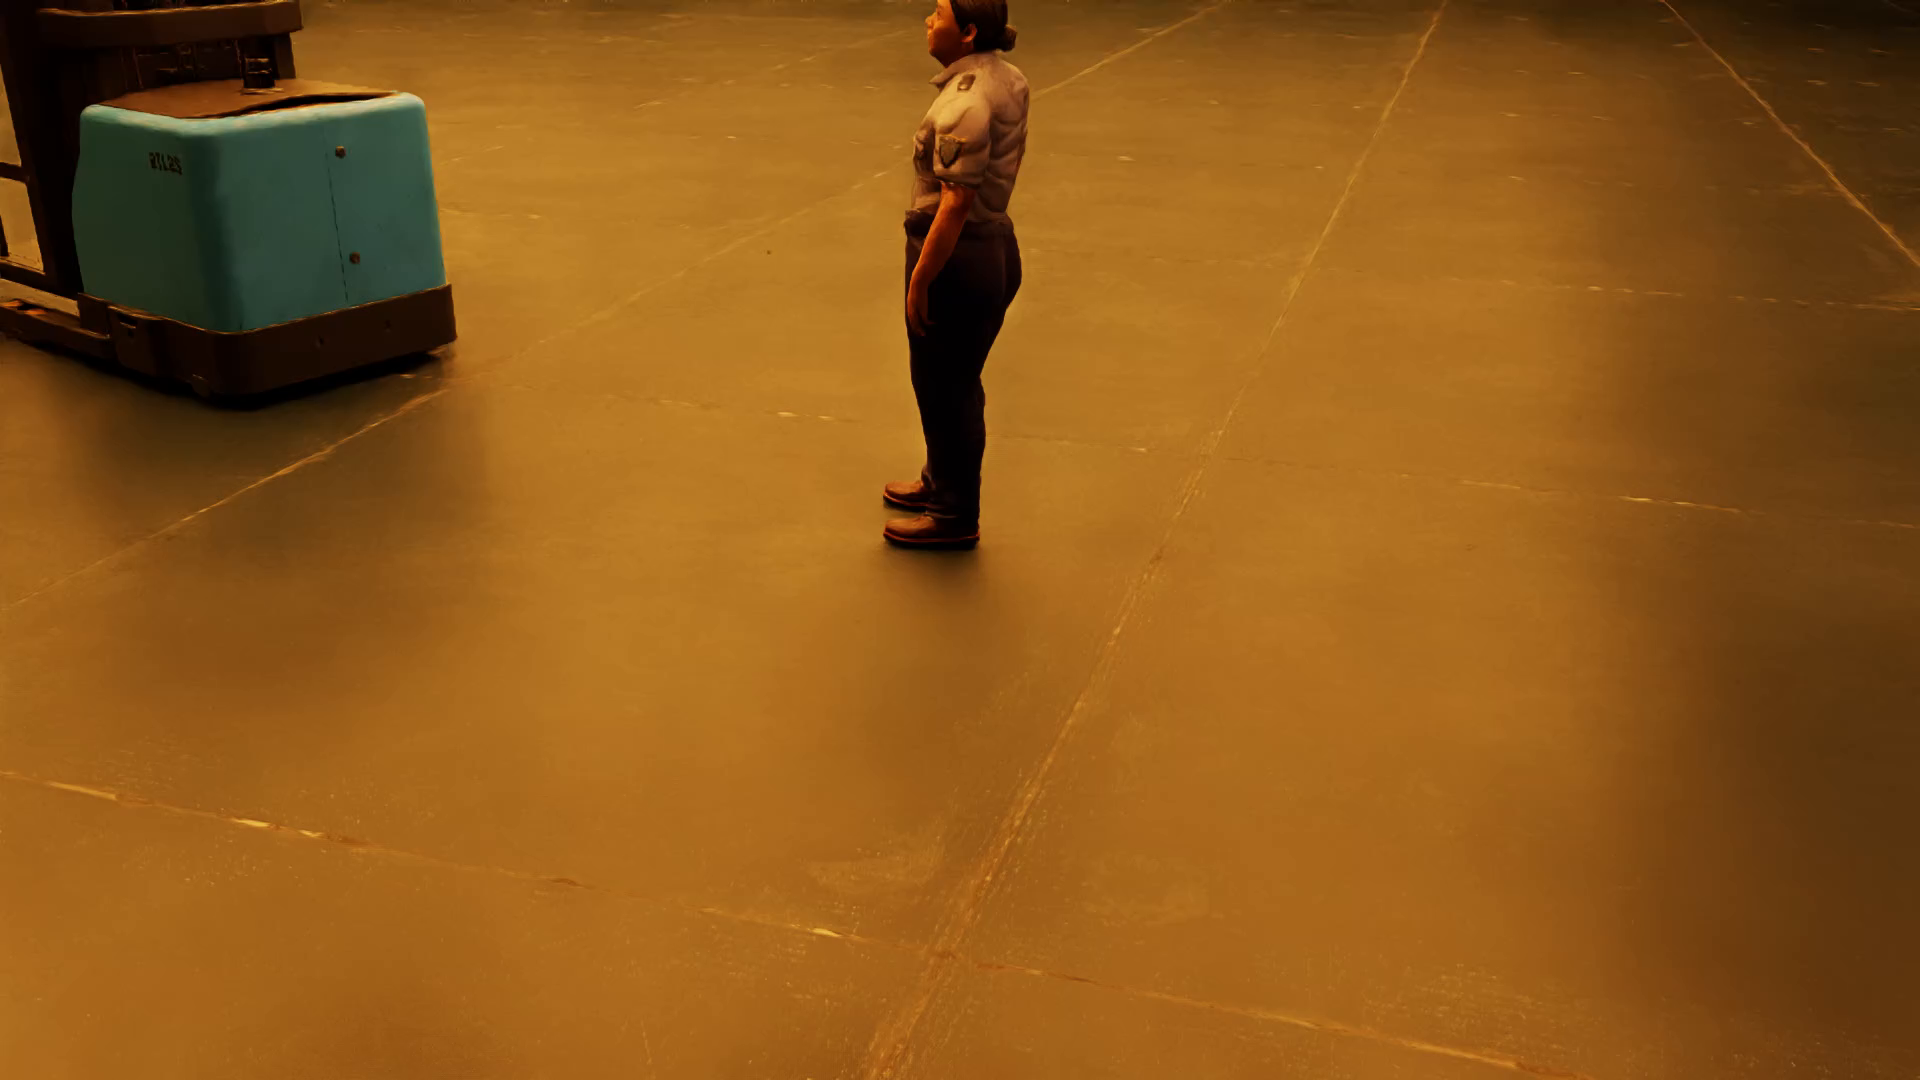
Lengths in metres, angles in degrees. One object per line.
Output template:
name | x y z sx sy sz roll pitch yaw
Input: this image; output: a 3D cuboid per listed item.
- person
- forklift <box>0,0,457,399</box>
person | -0.079 -0.787 4.848 0.502 1.650 0.599 7 23 16
forklift | -3.590 -2.326 6.913 3.031 2.935 1.130 16 27 34
